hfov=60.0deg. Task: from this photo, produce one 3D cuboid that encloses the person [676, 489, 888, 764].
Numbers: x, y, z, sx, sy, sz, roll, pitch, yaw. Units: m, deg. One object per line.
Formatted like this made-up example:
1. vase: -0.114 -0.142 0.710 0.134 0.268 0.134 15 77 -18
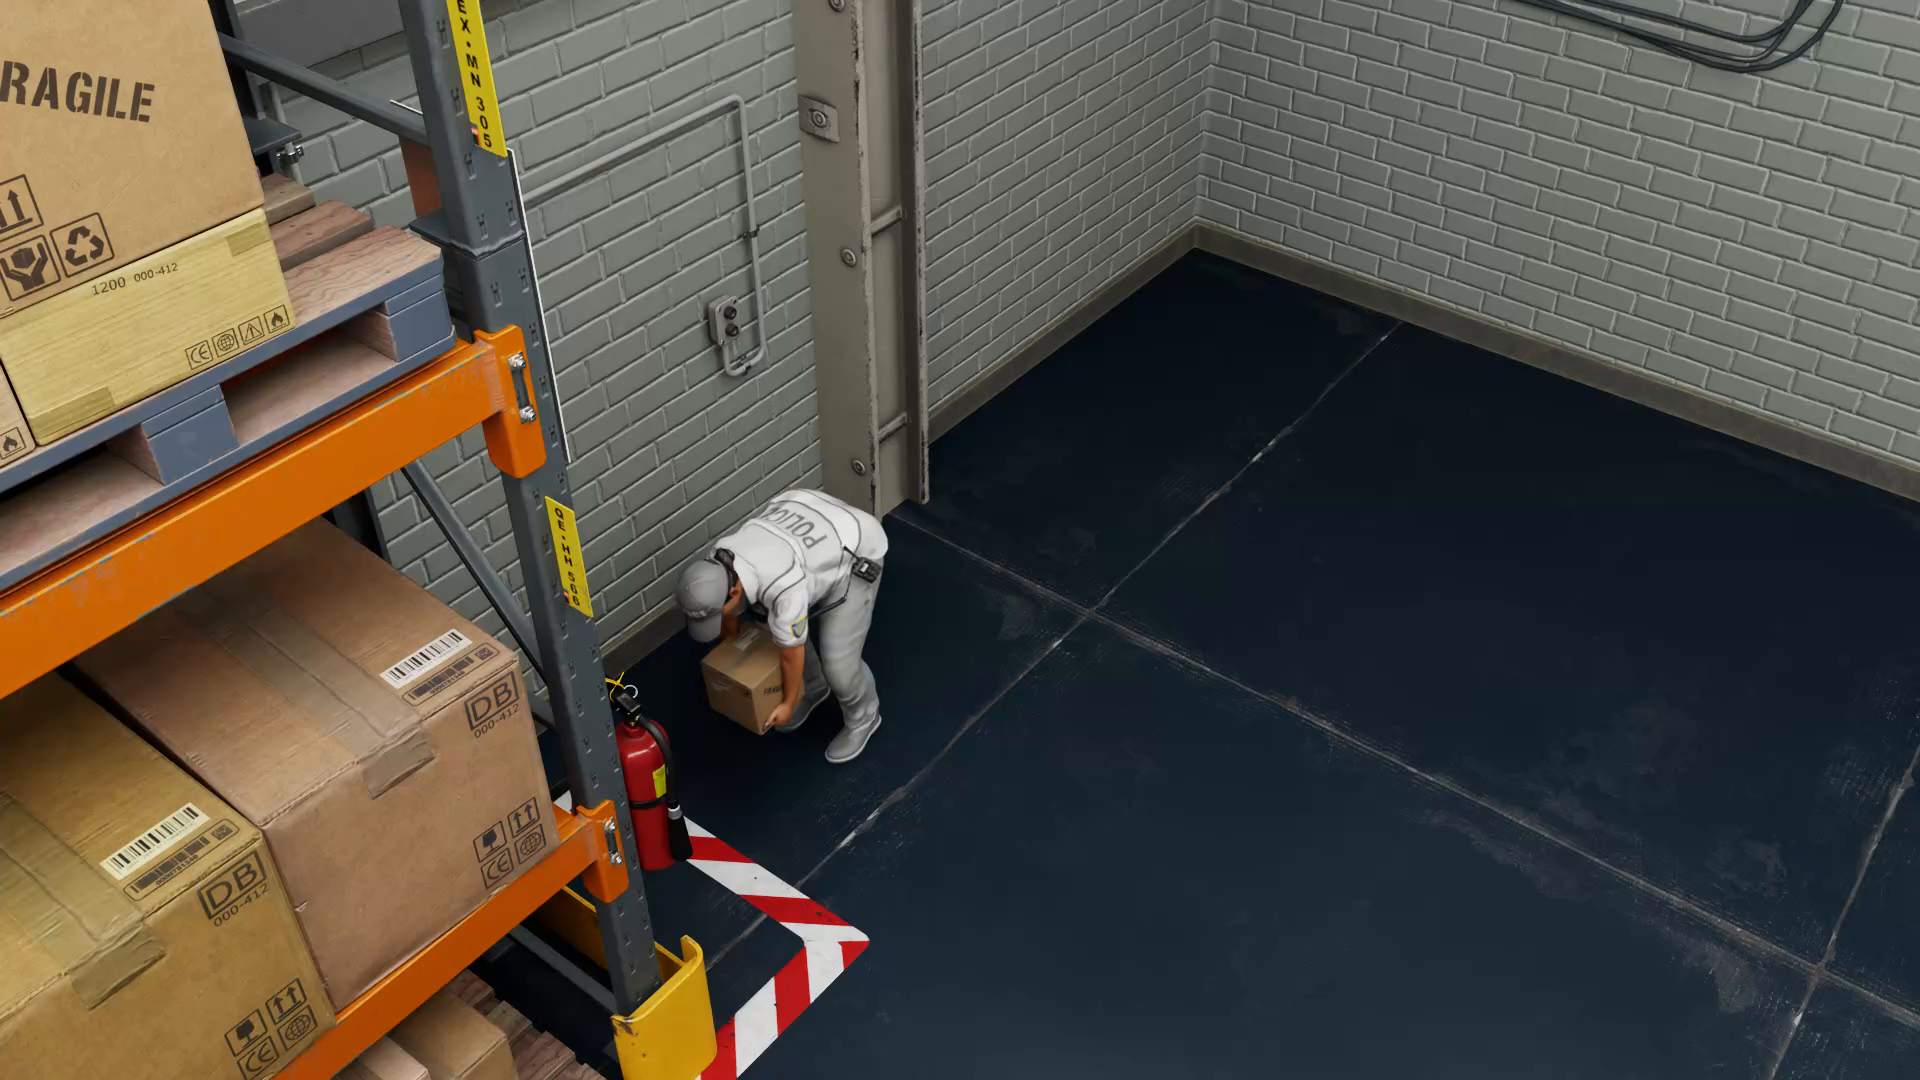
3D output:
1. person: -0.644 0.369 6.069 0.462 1.204 0.922 25 45 27
